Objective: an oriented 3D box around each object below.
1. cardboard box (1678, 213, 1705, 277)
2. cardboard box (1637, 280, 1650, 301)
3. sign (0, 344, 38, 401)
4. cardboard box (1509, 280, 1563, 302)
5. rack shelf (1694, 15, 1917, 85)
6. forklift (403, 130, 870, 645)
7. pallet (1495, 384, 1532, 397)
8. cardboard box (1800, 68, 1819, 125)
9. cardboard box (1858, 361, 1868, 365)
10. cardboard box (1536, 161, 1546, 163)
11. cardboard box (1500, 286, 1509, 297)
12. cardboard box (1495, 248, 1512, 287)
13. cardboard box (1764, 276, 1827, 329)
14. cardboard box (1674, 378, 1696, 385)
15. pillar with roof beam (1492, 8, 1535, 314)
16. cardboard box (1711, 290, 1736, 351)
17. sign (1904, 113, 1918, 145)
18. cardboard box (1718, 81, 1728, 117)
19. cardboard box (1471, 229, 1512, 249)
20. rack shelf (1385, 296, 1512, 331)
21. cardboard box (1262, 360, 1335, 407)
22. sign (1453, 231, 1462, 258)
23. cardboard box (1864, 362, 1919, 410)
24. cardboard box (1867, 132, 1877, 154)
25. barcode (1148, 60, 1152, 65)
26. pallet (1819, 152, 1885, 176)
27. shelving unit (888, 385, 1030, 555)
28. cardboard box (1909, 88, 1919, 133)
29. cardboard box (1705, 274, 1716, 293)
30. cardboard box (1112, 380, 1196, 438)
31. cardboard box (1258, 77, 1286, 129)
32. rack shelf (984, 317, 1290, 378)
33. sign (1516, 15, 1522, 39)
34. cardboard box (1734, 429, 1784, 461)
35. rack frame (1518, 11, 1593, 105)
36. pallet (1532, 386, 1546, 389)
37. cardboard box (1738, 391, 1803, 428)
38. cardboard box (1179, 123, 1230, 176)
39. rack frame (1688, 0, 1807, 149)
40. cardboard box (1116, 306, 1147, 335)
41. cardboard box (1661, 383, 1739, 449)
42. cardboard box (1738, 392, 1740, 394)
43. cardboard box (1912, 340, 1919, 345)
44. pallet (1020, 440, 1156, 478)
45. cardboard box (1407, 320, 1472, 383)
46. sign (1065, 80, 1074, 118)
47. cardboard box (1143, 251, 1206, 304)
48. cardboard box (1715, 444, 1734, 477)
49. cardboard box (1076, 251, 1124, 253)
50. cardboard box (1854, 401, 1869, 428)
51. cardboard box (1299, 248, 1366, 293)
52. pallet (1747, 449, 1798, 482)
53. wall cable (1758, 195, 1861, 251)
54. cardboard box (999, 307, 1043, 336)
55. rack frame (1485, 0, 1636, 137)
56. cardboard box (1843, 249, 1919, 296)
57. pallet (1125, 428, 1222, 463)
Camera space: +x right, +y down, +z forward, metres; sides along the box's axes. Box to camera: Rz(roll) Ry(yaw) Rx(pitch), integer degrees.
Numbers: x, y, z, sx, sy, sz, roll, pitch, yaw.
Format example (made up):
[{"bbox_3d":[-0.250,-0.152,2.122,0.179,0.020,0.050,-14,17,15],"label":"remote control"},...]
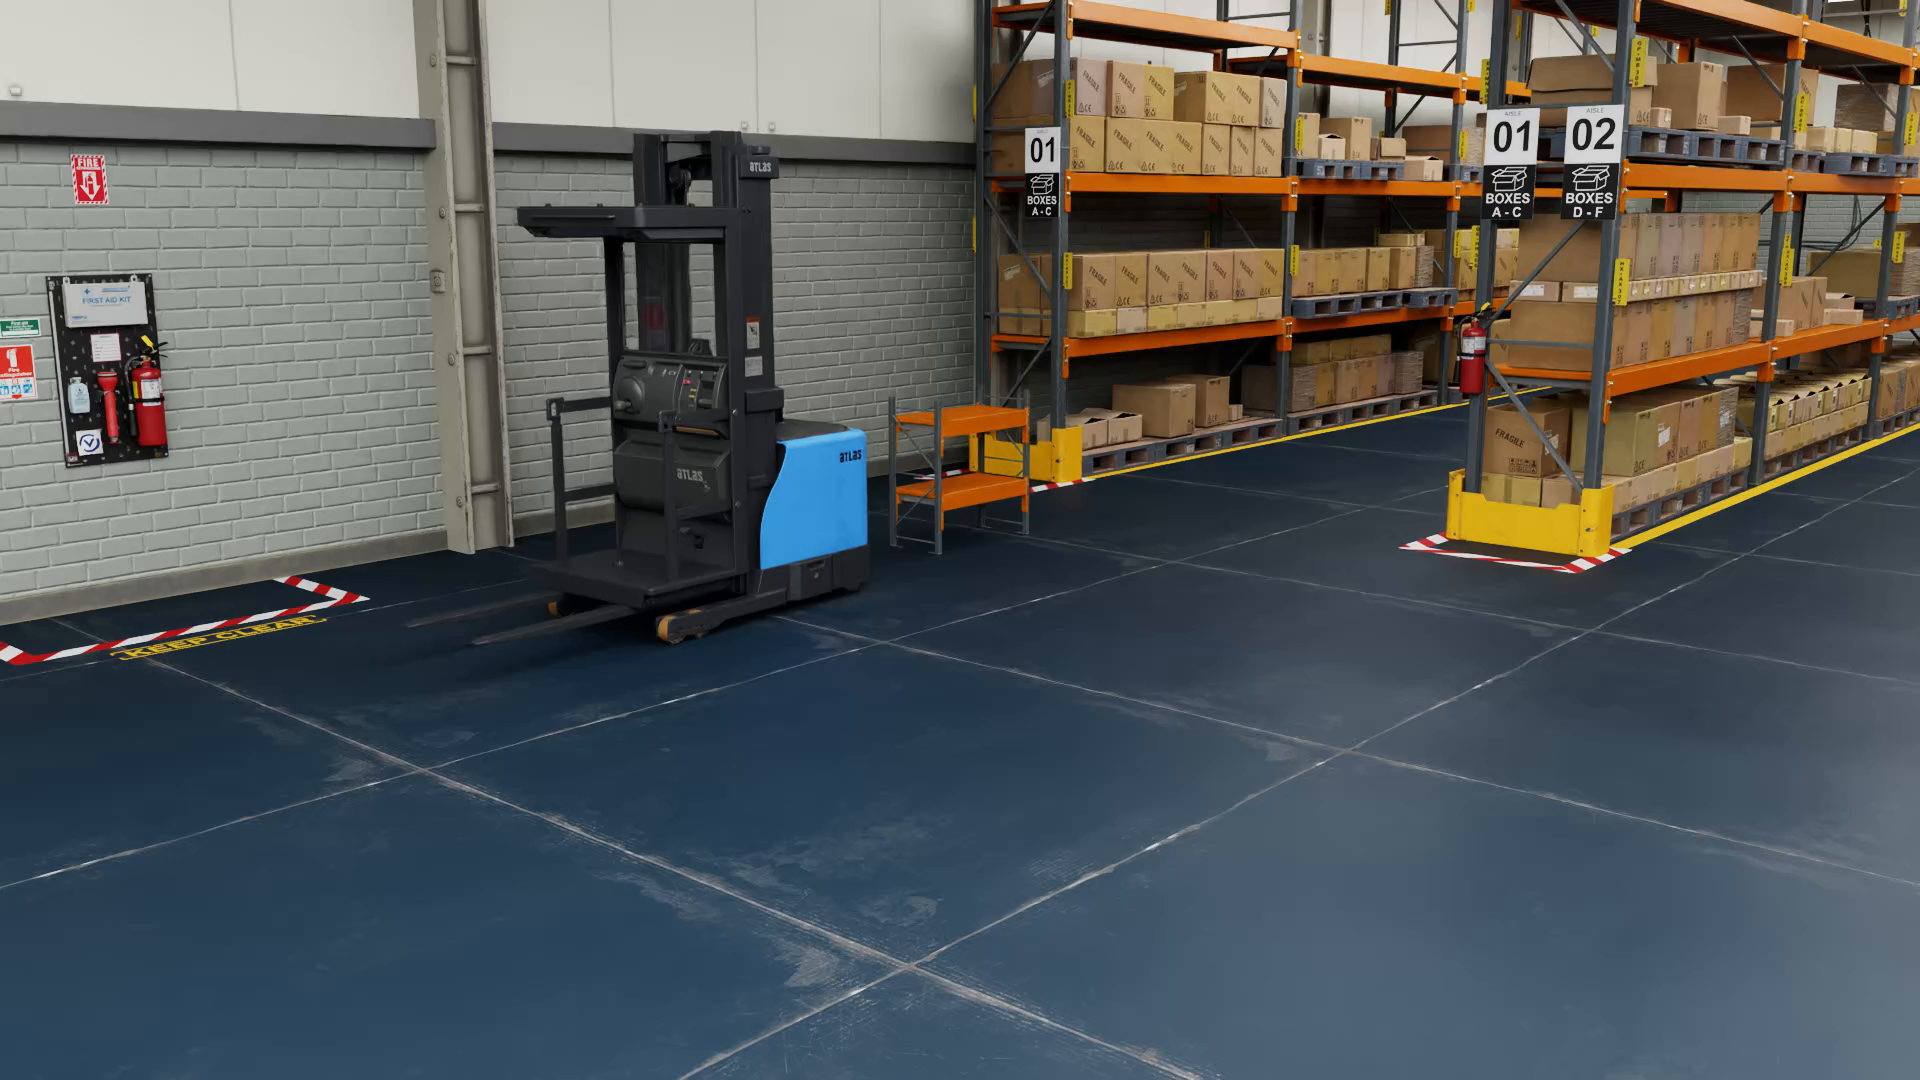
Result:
[{"bbox_3d":[5.646,-2.429,13.648,0.700,0.500,0.500,10,15,40],"label":"cardboard box"},{"bbox_3d":[5.046,-1.916,12.734,0.380,0.149,0.250,10,15,41],"label":"cardboard box"},{"bbox_3d":[-5.687,-1.006,9.999,0.001,0.329,0.234,10,15,40],"label":"sign"},{"bbox_3d":[4.396,-1.891,12.610,0.380,0.149,0.250,9,15,39],"label":"cardboard box"},{"bbox_3d":[8.248,-4.719,16.220,1.077,0.370,4.000,10,15,40],"label":"rack shelf"},{"bbox_3d":[-1.897,-0.941,9.941,1.130,2.935,3.031,9,14,37],"label":"forklift"},{"bbox_3d":[7.227,-2.178,23.075,1.003,0.211,1.213,10,15,40],"label":"pallet"},{"bbox_3d":[7.723,-4.175,15.695,0.500,0.500,0.500,-10,15,-42],"label":"cardboard box"},{"bbox_3d":[10.351,-1.854,19.595,0.500,0.500,0.500,9,14,38],"label":"cardboard box"},{"bbox_3d":[7.821,-5.469,23.398,0.700,0.500,0.500,9,14,37],"label":"cardboard box"},{"bbox_3d":[7.240,-3.392,22.628,0.380,0.149,0.250,10,15,41],"label":"cardboard box"},{"bbox_3d":[7.038,-3.652,22.271,0.500,0.500,0.500,10,15,40],"label":"cardboard box"},{"bbox_3d":[8.473,-2.420,16.915,0.500,0.500,0.500,9,14,37],"label":"cardboard box"},{"bbox_3d":[6.386,-1.229,15.241,0.500,0.500,0.500,10,15,40],"label":"cardboard box"},{"bbox_3d":[11.531,-6.449,22.023,9.100,9.000,0.400,10,15,40],"label":"pillar with roof beam"},{"bbox_3d":[6.296,-1.936,14.492,0.700,0.500,0.500,10,15,40],"label":"cardboard box"},{"bbox_3d":[9.979,-4.311,17.454,0.100,0.325,0.005,10,15,40],"label":"sign"},{"bbox_3d":[6.397,-3.786,14.666,0.500,0.500,0.500,-11,15,-43],"label":"cardboard box"},{"bbox_3d":[7.019,-4.019,22.196,0.500,0.250,0.500,10,15,41],"label":"cardboard box"},{"bbox_3d":[7.165,-3.202,22.919,1.077,0.370,4.000,10,15,40],"label":"rack shelf"},{"bbox_3d":[3.981,-1.855,19.597,0.700,0.500,0.500,9,15,39],"label":"cardboard box"},{"bbox_3d":[6.258,-3.720,20.925,0.100,0.325,0.005,10,15,40],"label":"sign"},{"bbox_3d":[10.759,-1.791,19.279,0.500,0.500,0.500,10,15,40],"label":"cardboard box"},{"bbox_3d":[9.311,-4.150,17.481,0.500,0.250,0.500,8,14,36],"label":"cardboard box"},{"bbox_3d":[1.963,-4.925,17.203,0.001,0.075,0.075,10,15,40],"label":"barcode"},{"bbox_3d":[8.451,-3.722,16.513,1.003,0.211,1.213,11,16,43],"label":"pallet"},{"bbox_3d":[0.004,-0.553,12.606,0.538,1.125,1.048,10,15,40],"label":"shelving unit"},{"bbox_3d":[10.534,-4.844,18.839,0.500,0.500,0.500,10,15,40],"label":"cardboard box"},{"bbox_3d":[6.070,-2.145,13.878,0.380,0.149,0.250,10,15,42],"label":"cardboard box"},{"bbox_3d":[1.986,-1.349,17.063,0.700,0.500,0.500,9,14,37],"label":"cardboard box"},{"bbox_3d":[3.077,-4.583,17.481,0.500,0.500,0.500,8,14,36],"label":"cardboard box"},{"bbox_3d":[1.884,-2.025,17.026,1.077,0.370,4.000,10,15,40],"label":"rack shelf"},{"bbox_3d":[8.084,-7.402,24.005,0.100,0.325,0.005,10,15,40],"label":"sign"},{"bbox_3d":[7.380,-0.917,15.590,0.500,0.250,0.500,9,15,39],"label":"cardboard box"},{"bbox_3d":[8.485,-6.791,23.734,1.000,3.000,0.127,10,15,40],"label":"rack frame"},{"bbox_3d":[8.032,-2.358,23.978,1.003,0.211,1.213,10,15,40],"label":"pallet"},{"bbox_3d":[7.722,-1.266,15.907,0.500,0.311,0.500,10,15,40],"label":"cardboard box"},{"bbox_3d":[2.376,-3.936,16.794,0.500,0.500,0.500,9,14,38],"label":"cardboard box"},{"bbox_3d":[6.928,-4.974,14.637,1.000,3.000,0.127,10,15,40],"label":"rack frame"},{"bbox_3d":[1.456,-2.128,16.041,0.500,0.250,0.500,9,15,39],"label":"cardboard box"},{"bbox_3d":[6.447,-1.088,14.536,0.500,0.500,0.500,10,15,40],"label":"cardboard box"},{"bbox_3d":[7.318,-1.338,16.269,0.500,0.311,0.500,10,15,42],"label":"cardboard box"},{"bbox_3d":[13.445,-2.477,22.707,0.797,0.503,0.637,10,15,40],"label":"cardboard box"},{"bbox_3d":[1.177,-0.842,16.387,1.003,0.211,1.213,10,15,40],"label":"pallet"},{"bbox_3d":[6.428,-2.503,22.002,0.750,0.750,0.750,10,15,40],"label":"cardboard box"},{"bbox_3d":[0.971,-3.913,14.752,0.100,0.325,0.005,10,15,40],"label":"sign"},{"bbox_3d":[2.116,-2.643,16.701,0.500,0.500,0.500,10,15,42],"label":"cardboard box"},{"bbox_3d":[6.448,-0.720,14.608,0.500,0.250,0.500,10,15,40],"label":"cardboard box"},{"bbox_3d":[1.393,-2.633,16.655,0.500,0.500,0.500,9,15,39],"label":"cardboard box"},{"bbox_3d":[9.404,-1.369,17.854,0.500,0.250,0.500,10,15,42],"label":"cardboard box"},{"bbox_3d":[4.351,-3.189,19.641,0.500,0.500,0.700,-10,15,-40],"label":"cardboard box"},{"bbox_3d":[7.385,-0.778,16.066,1.003,0.211,1.213,10,15,40],"label":"pallet"},{"bbox_3d":[15.127,-6.642,30.920,3.097,2.526,0.112,10,15,40],"label":"wall cable"},{"bbox_3d":[0.727,-2.113,15.965,0.500,0.250,0.500,10,15,41],"label":"cardboard box"},{"bbox_3d":[4.287,-4.385,11.691,1.000,3.000,0.127,10,15,40],"label":"rack frame"},{"bbox_3d":[10.646,-3.092,19.207,0.500,0.500,0.700,-9,14,-37],"label":"cardboard box"},{"bbox_3d":[1.982,-1.020,17.282,1.003,0.211,1.213,10,15,40],"label":"pallet"}]
